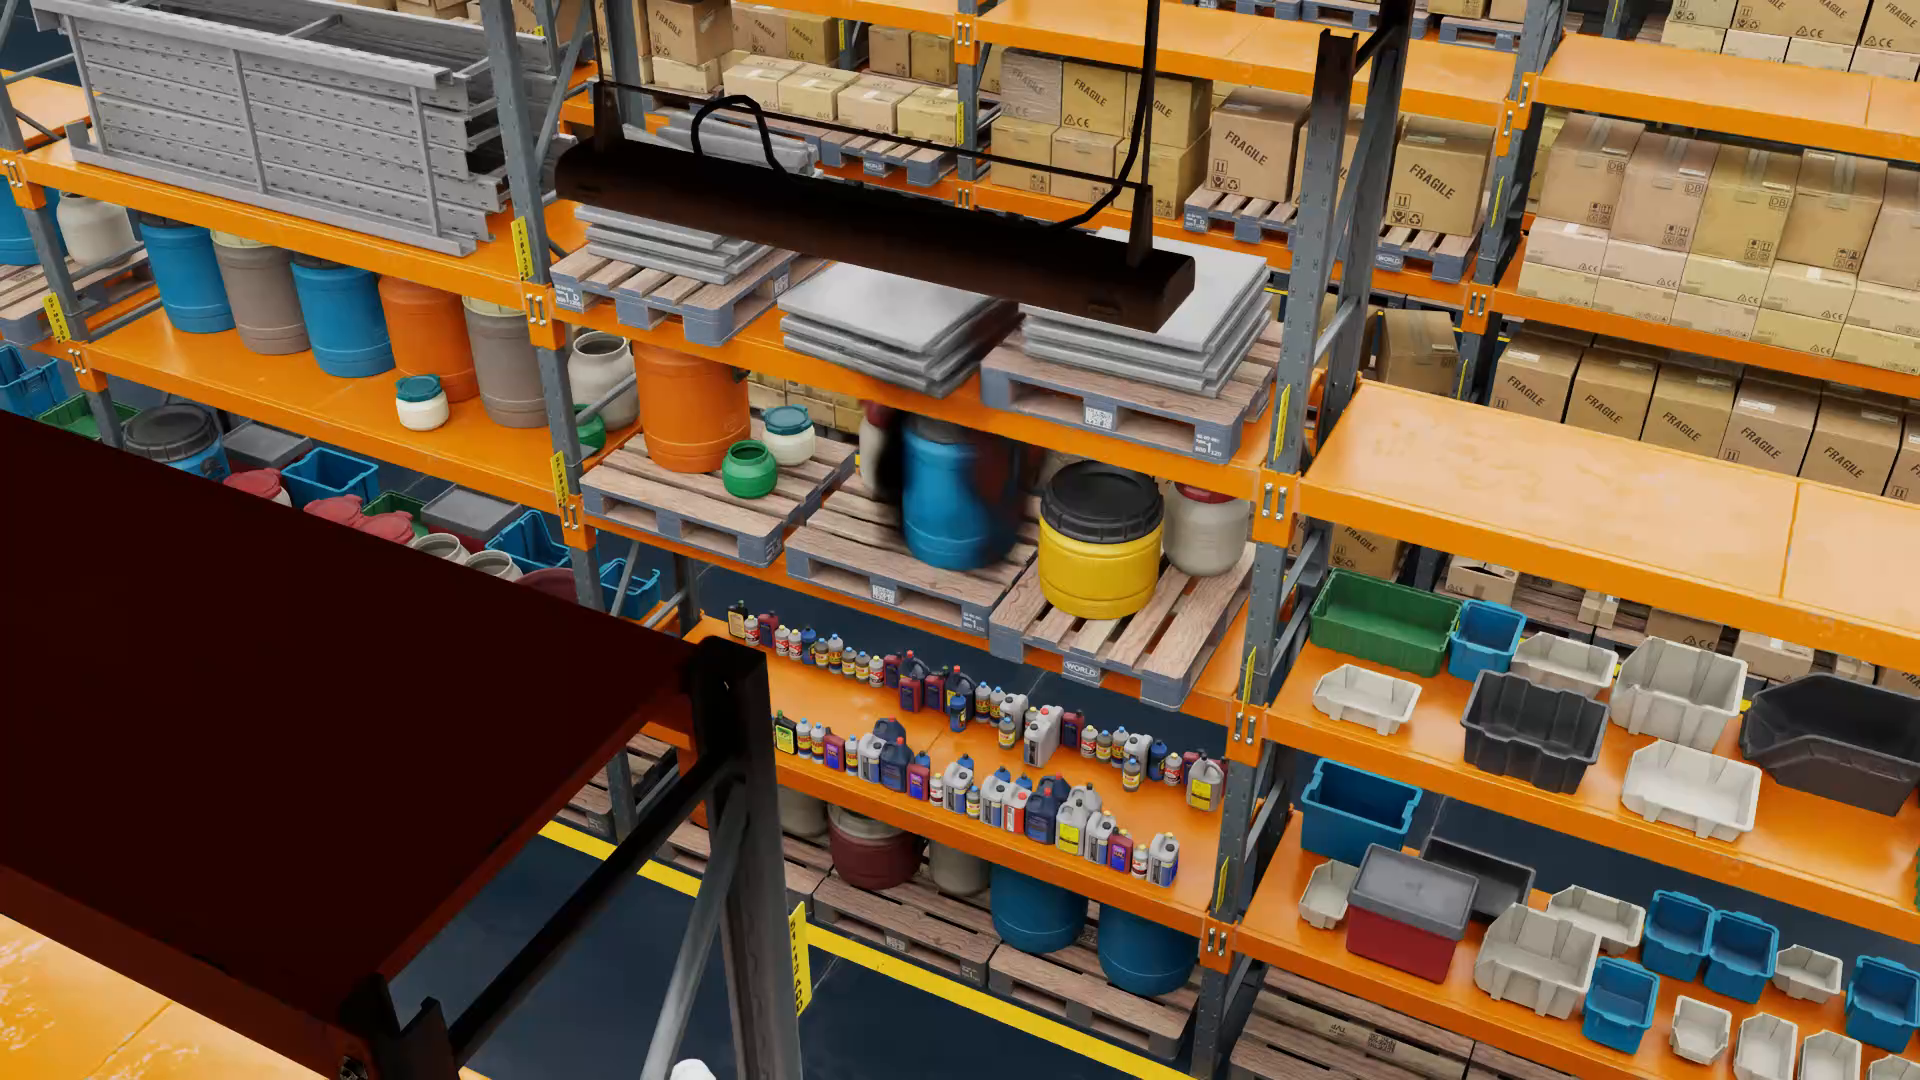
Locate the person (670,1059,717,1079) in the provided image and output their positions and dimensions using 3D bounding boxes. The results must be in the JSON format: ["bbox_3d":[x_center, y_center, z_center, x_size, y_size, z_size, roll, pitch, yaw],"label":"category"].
[{"bbox_3d":[-1.228,3.060,7.984,0.597,1.727,1.072,-29,44,-34],"label":"person"}]
